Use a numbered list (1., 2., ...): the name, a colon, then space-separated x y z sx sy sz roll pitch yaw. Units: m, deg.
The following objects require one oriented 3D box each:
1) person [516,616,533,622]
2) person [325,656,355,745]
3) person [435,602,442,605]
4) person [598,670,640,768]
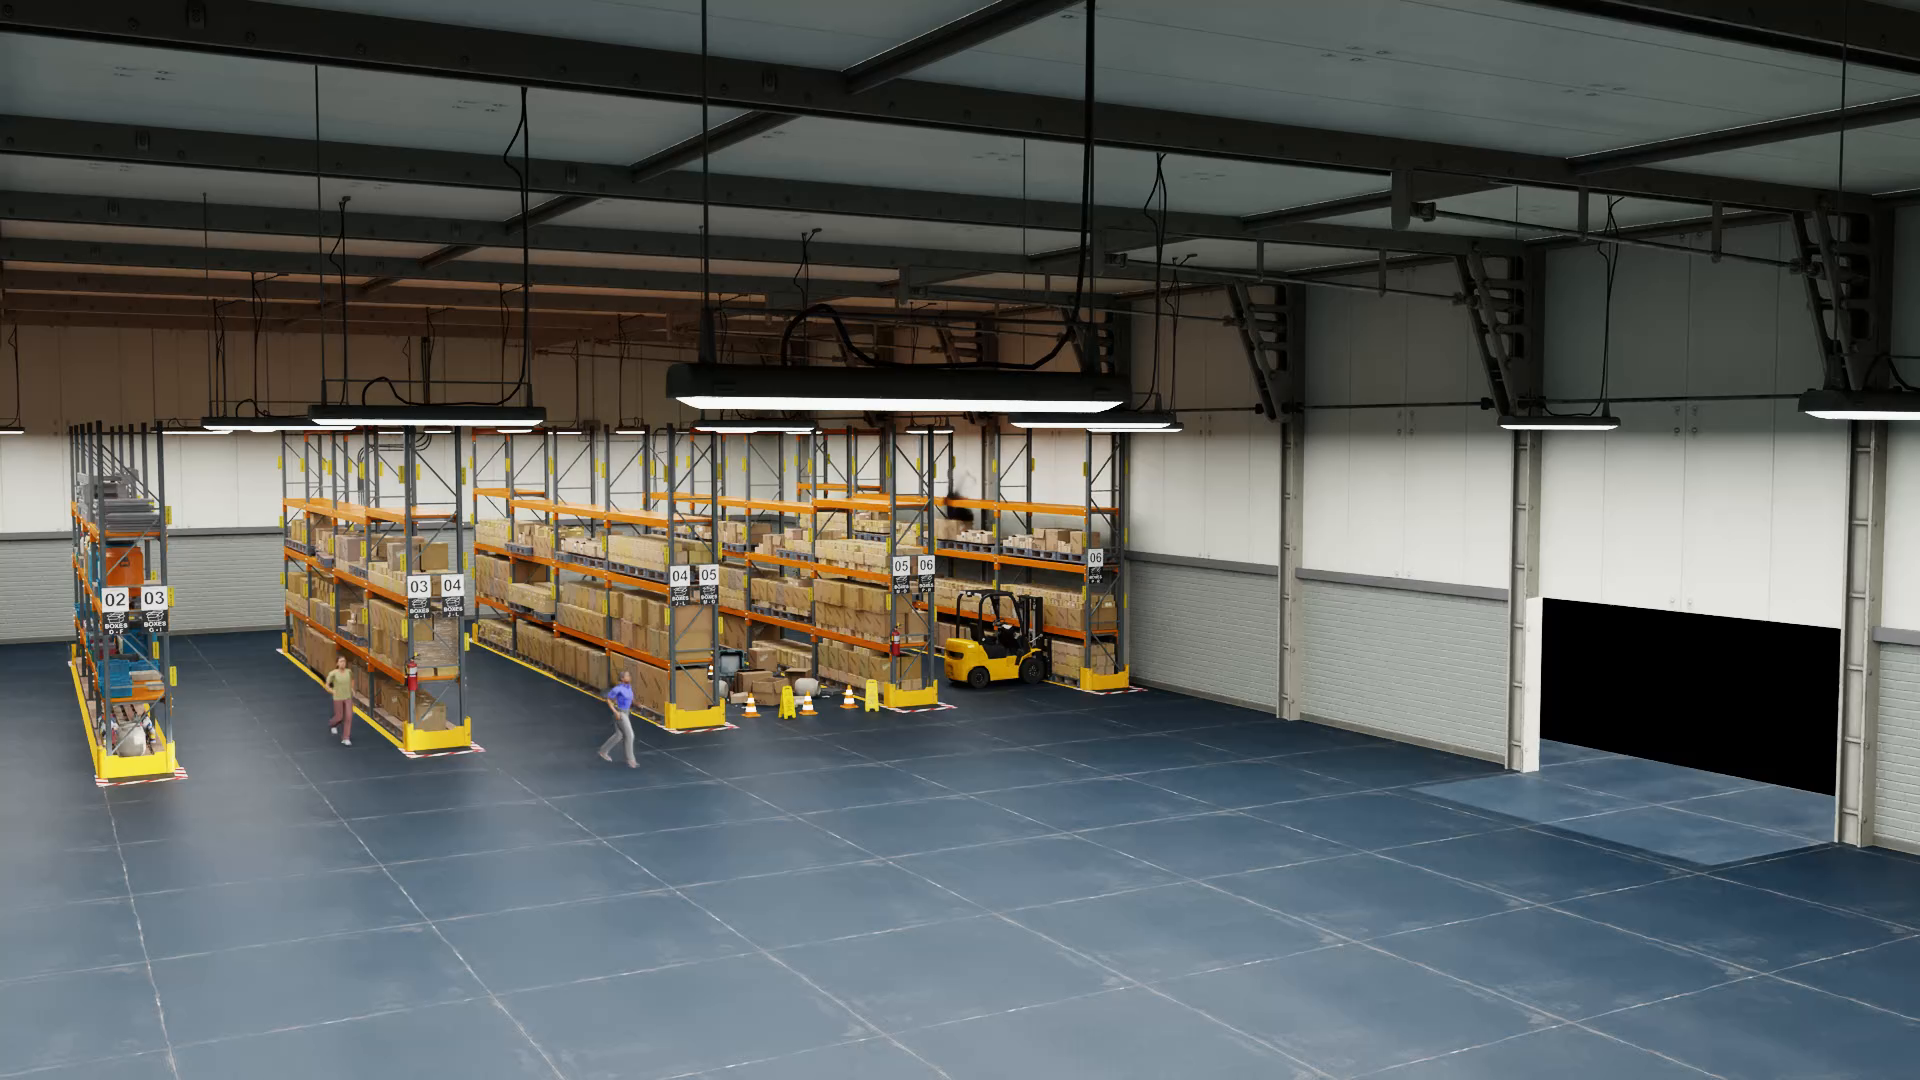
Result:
1. person: -12.637 1.871 48.622 0.953 1.824 0.725 -2 4 -30
2. person: -11.584 2.983 31.144 0.580 1.653 0.843 -3 5 -39
3. person: -14.423 2.120 45.650 0.649 1.613 0.679 0 4 -6
4. person: -5.937 3.103 28.977 0.816 1.692 0.576 1 4 8
